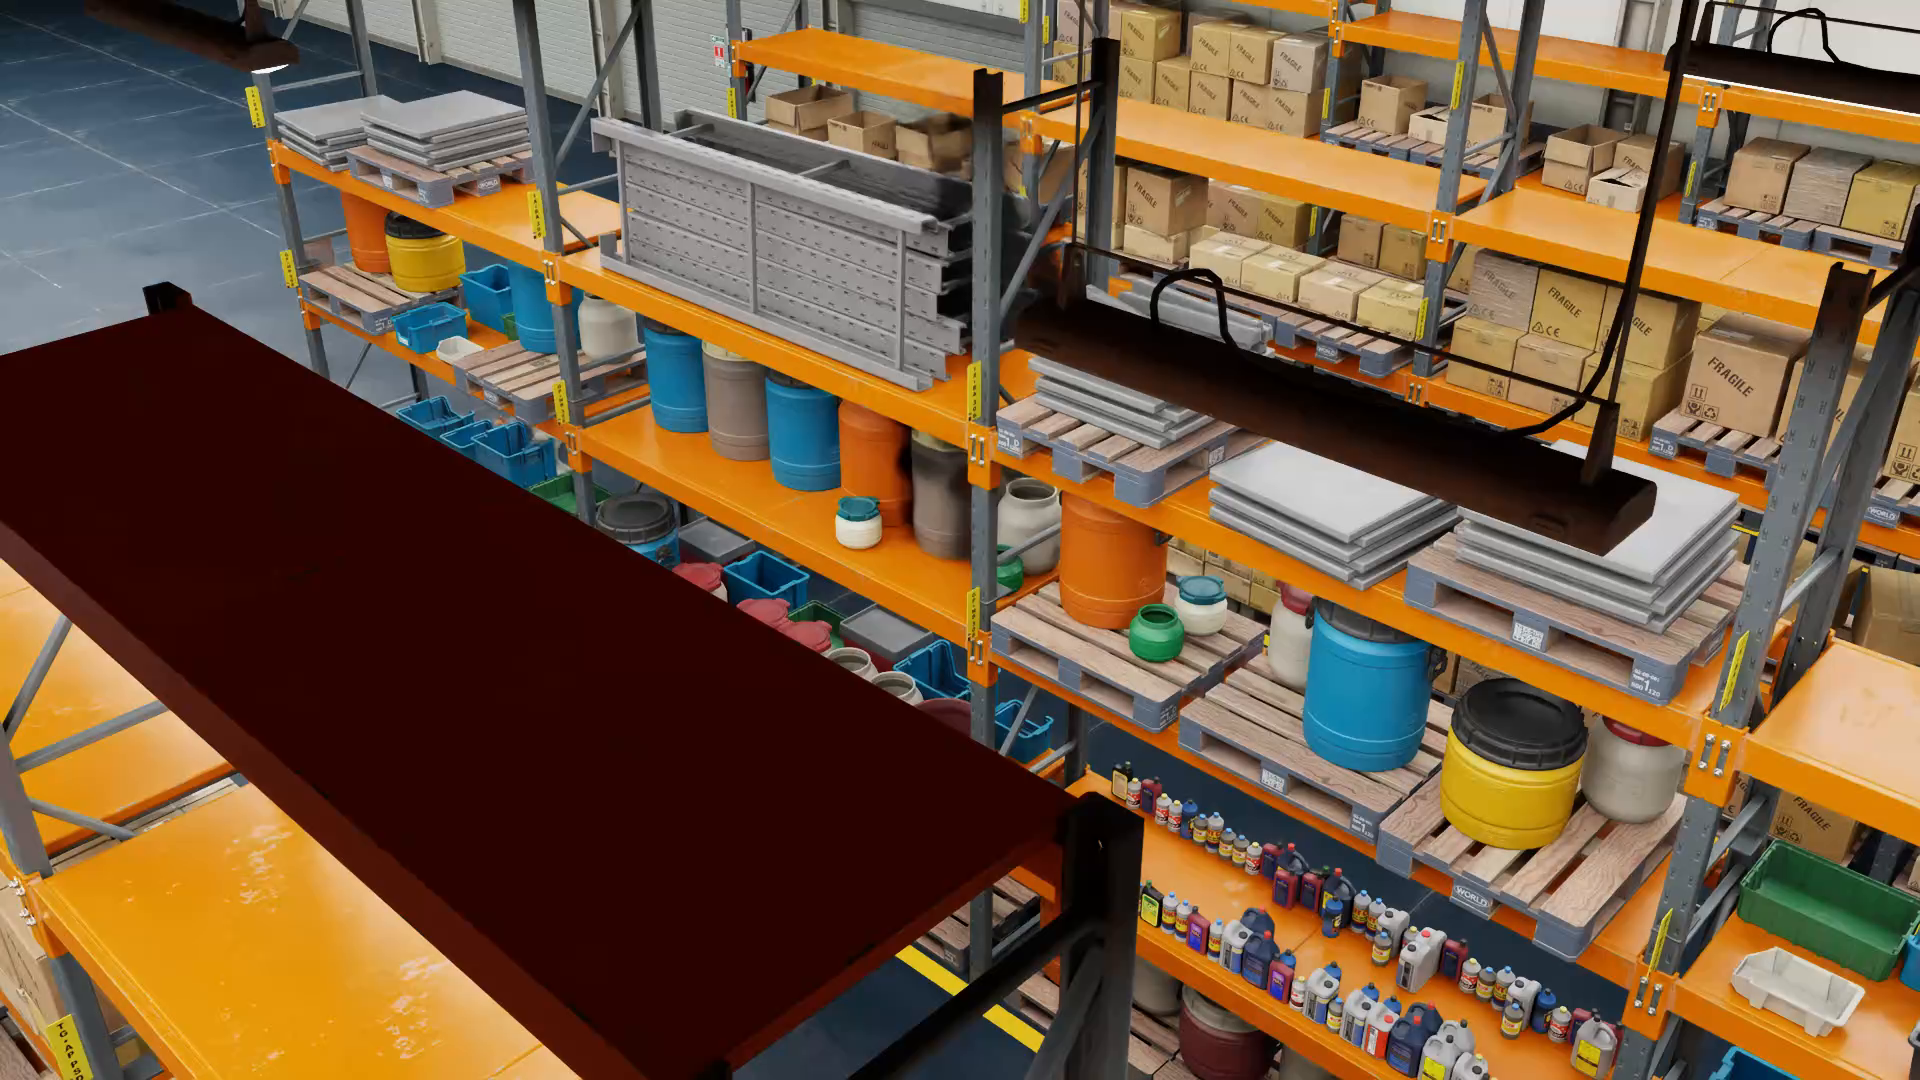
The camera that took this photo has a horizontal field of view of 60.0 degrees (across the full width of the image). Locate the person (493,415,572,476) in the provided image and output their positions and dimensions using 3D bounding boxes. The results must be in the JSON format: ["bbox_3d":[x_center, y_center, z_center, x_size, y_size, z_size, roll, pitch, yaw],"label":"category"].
[{"bbox_3d":[-4.178,-1.083,16.555,0.833,1.576,0.735,2,29,4],"label":"person"}]

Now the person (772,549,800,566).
[{"bbox_3d":[-1.823,-0.497,15.485,0.664,1.597,0.551,14,32,23],"label":"person"}]
